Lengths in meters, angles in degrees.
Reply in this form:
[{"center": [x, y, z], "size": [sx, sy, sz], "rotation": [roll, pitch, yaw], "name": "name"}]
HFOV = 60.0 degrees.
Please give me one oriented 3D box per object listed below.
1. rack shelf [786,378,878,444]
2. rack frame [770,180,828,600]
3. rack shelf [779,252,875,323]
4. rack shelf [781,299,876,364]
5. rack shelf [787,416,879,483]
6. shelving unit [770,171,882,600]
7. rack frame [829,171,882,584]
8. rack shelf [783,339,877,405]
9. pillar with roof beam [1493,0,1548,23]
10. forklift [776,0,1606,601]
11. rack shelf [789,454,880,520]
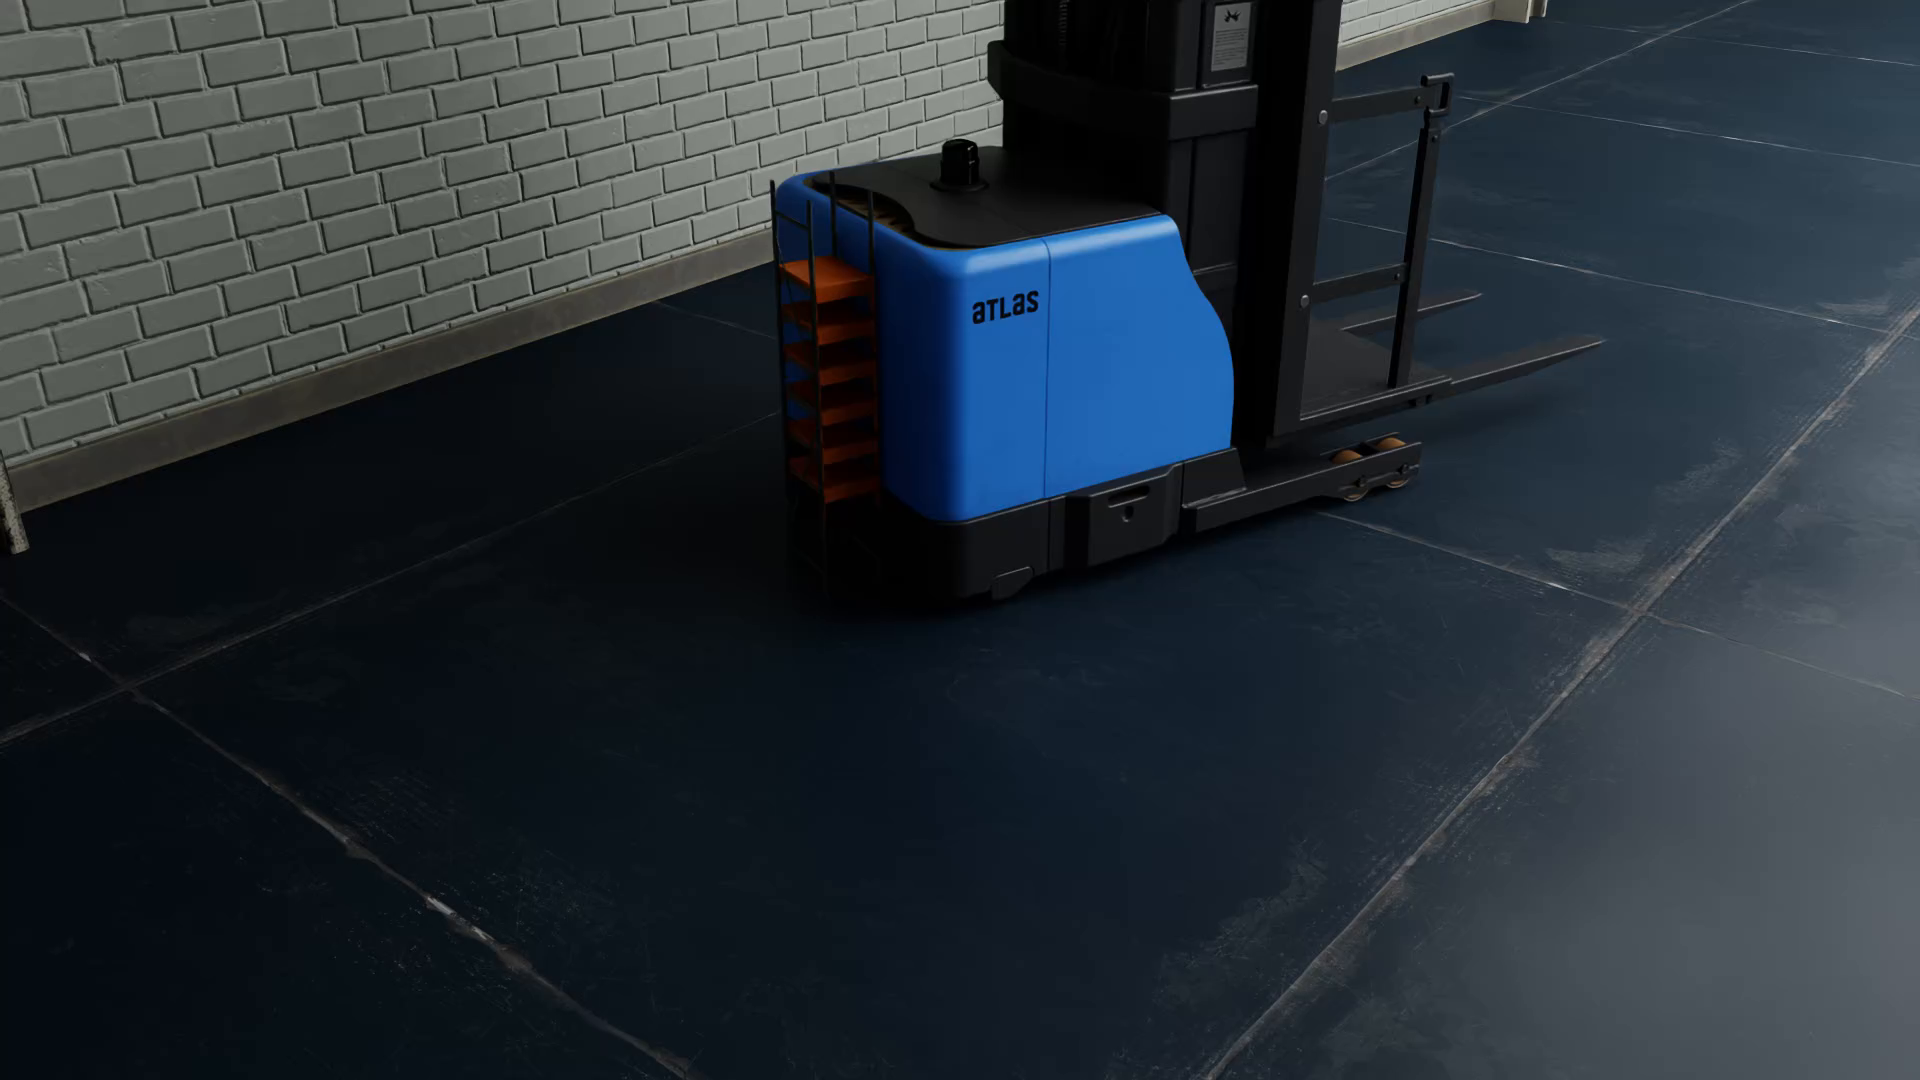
[{"center": [-0.376, -0.385, 4.785], "size": [0.180, 0.103, 0.258], "rotation": [-16, 31, -28], "name": "rack shelf"}, {"center": [-0.454, -0.402, 4.722], "size": [0.006, 1.200, 0.240], "rotation": [-16, 31, -28], "name": "rack frame"}, {"center": [-0.376, -0.705, 4.620], "size": [0.180, 0.103, 0.258], "rotation": [-16, 31, -28], "name": "rack shelf"}, {"center": [-0.376, -0.598, 4.675], "size": [0.180, 0.103, 0.258], "rotation": [-16, 31, -28], "name": "rack shelf"}, {"center": [-0.376, -0.278, 4.840], "size": [0.180, 0.103, 0.258], "rotation": [-16, 31, -28], "name": "rack shelf"}, {"center": [-0.376, -0.424, 4.765], "size": [0.189, 1.200, 0.258], "rotation": [-16, 31, -28], "name": "shelving unit"}, {"center": [-0.298, -0.447, 4.807], "size": [0.006, 1.200, 0.240], "rotation": [-16, 31, -28], "name": "rack frame"}, {"center": [-0.376, -0.492, 4.730], "size": [0.180, 0.103, 0.258], "rotation": [-16, 31, -28], "name": "rack shelf"}, {"center": [7.803, -6.942, 8.876], "size": [9.100, 9.000, 0.400], "rotation": [21, 34, 34], "name": "pillar with roof beam"}, {"center": [0.950, -1.619, 5.189], "size": [3.031, 2.935, 1.130], "rotation": [-16, 31, -28], "name": "forklift"}, {"center": [-0.376, -0.172, 4.895], "size": [0.180, 0.103, 0.258], "rotation": [-16, 31, -28], "name": "rack shelf"}]
